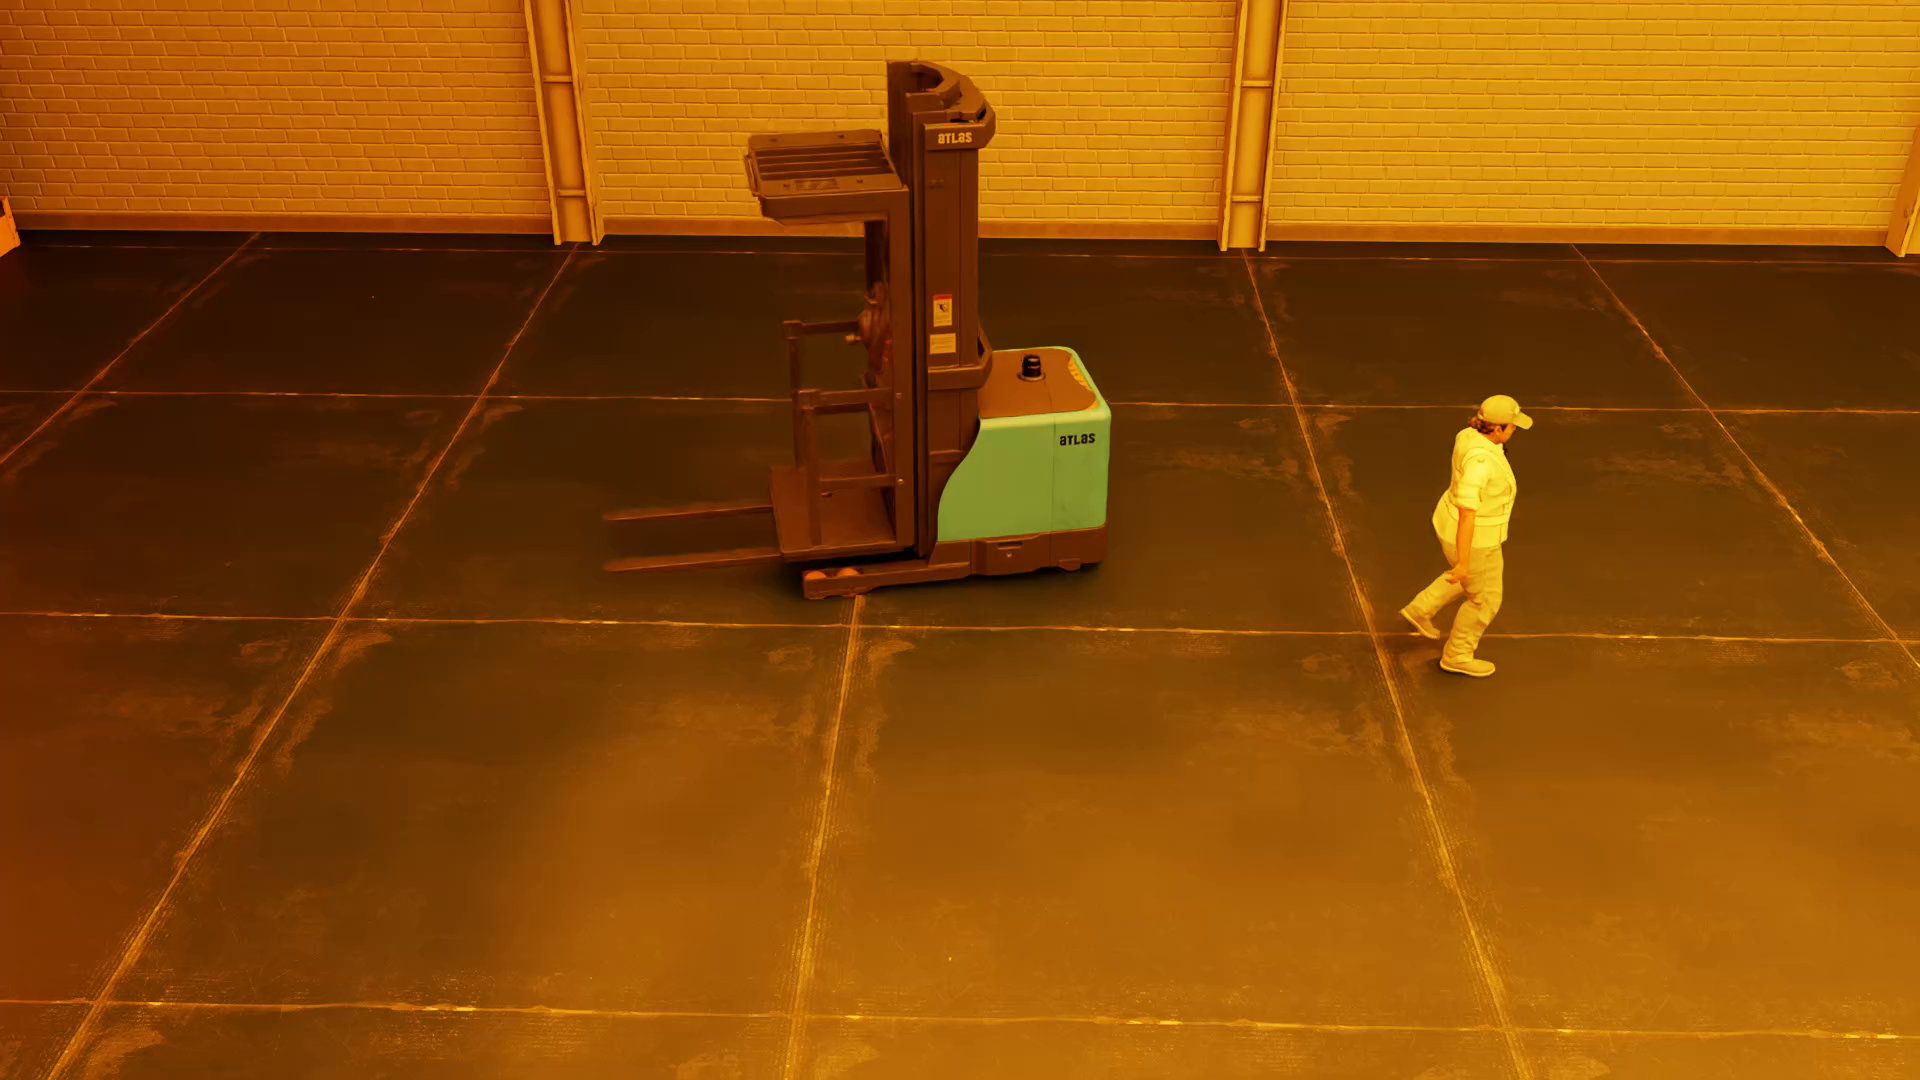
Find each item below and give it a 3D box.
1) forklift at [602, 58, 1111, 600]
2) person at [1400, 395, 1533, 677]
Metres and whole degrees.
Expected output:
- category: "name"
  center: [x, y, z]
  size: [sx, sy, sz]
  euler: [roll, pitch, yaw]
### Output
- category: "forklift"
  center: [-0.670, -1.196, 9.642]
  size: [3.031, 2.935, 1.130]
  euler: [-5, 31, -9]
- category: "person"
  center: [2.728, -0.031, 8.940]
  size: [0.508, 1.646, 0.689]
  euler: [1, 31, 2]
